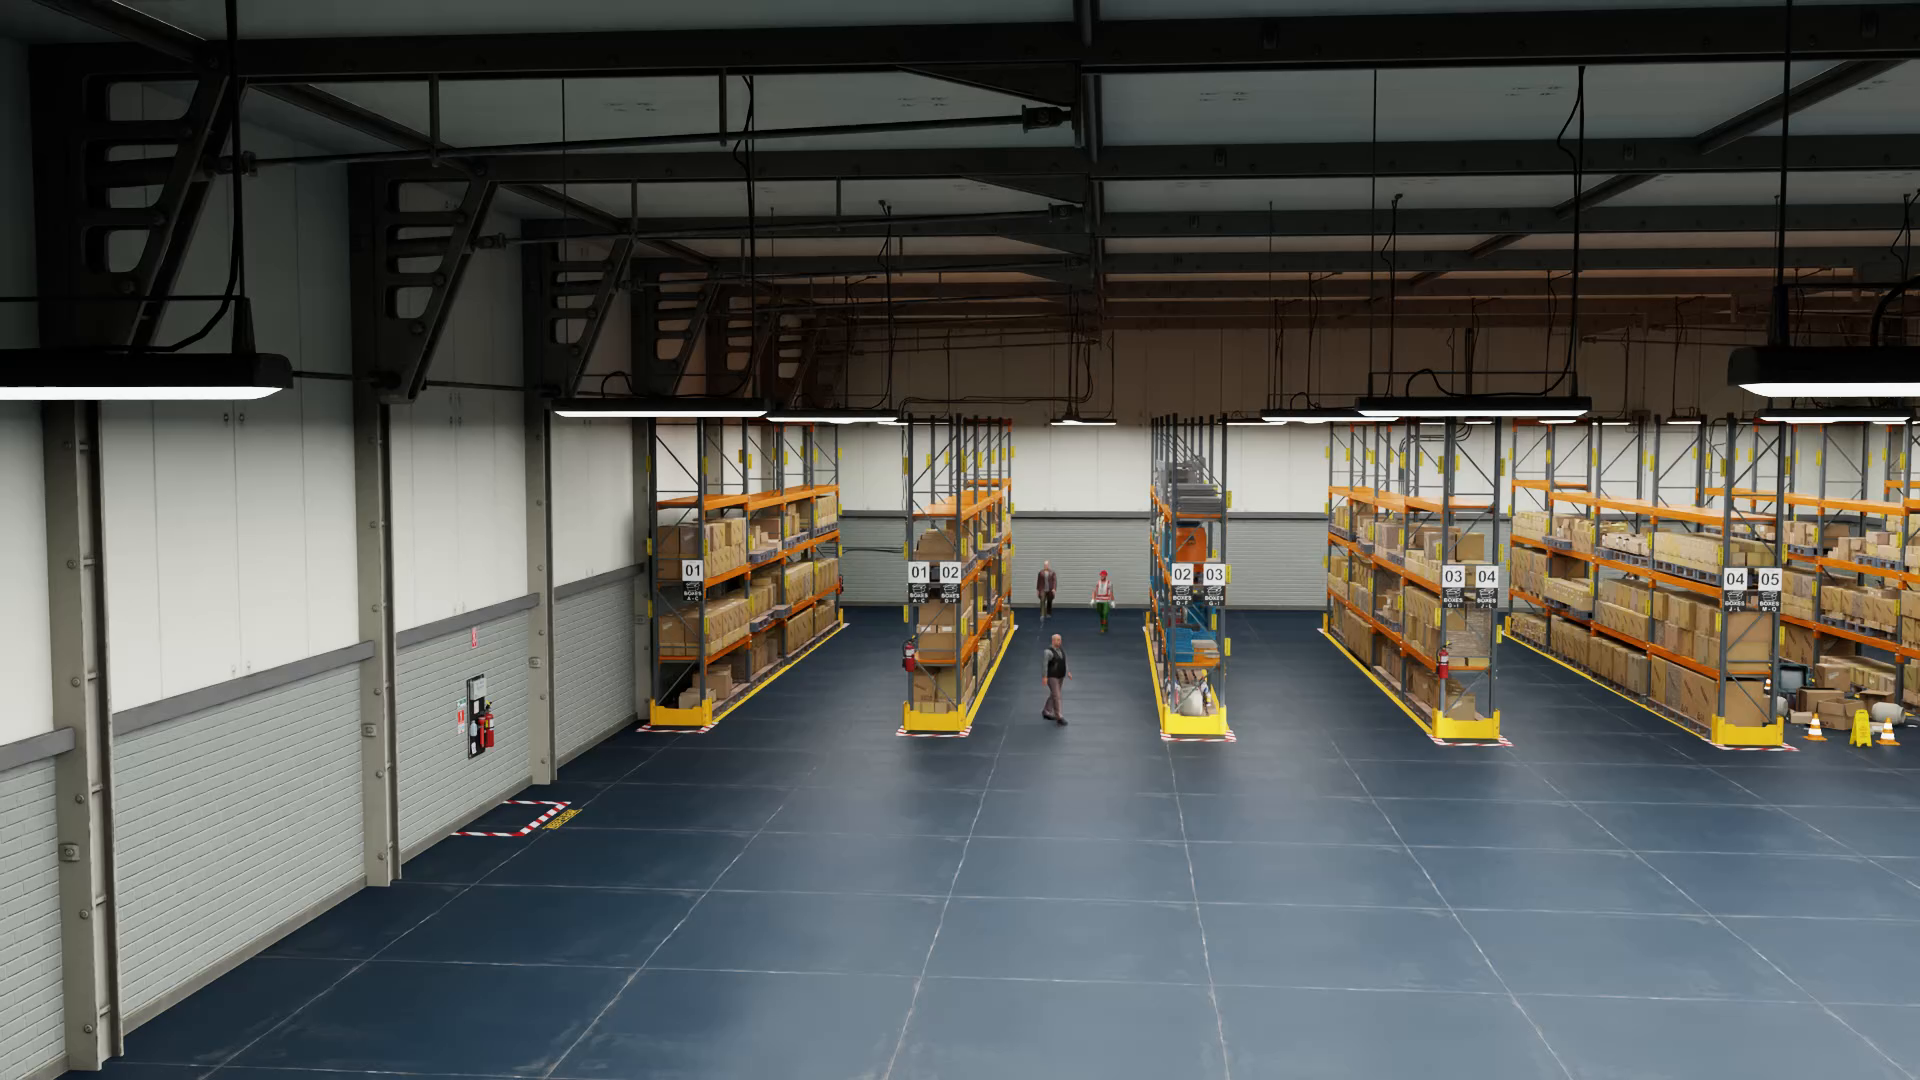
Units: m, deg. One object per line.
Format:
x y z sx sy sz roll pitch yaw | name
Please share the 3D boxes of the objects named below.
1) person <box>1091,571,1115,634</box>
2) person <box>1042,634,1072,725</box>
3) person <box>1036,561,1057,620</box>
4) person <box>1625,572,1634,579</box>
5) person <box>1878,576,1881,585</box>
3.949 1.714 46.282 0.589 1.718 1.049 2 4 24 | person
1.895 2.684 32.264 0.819 1.695 0.588 3 5 38 | person
2.585 1.502 49.528 0.616 1.717 1.112 0 4 0 | person
19.077 1.671 47.266 1.125 1.734 0.578 0 4 2 | person
25.813 1.790 46.439 0.917 1.593 0.476 1 4 8 | person
